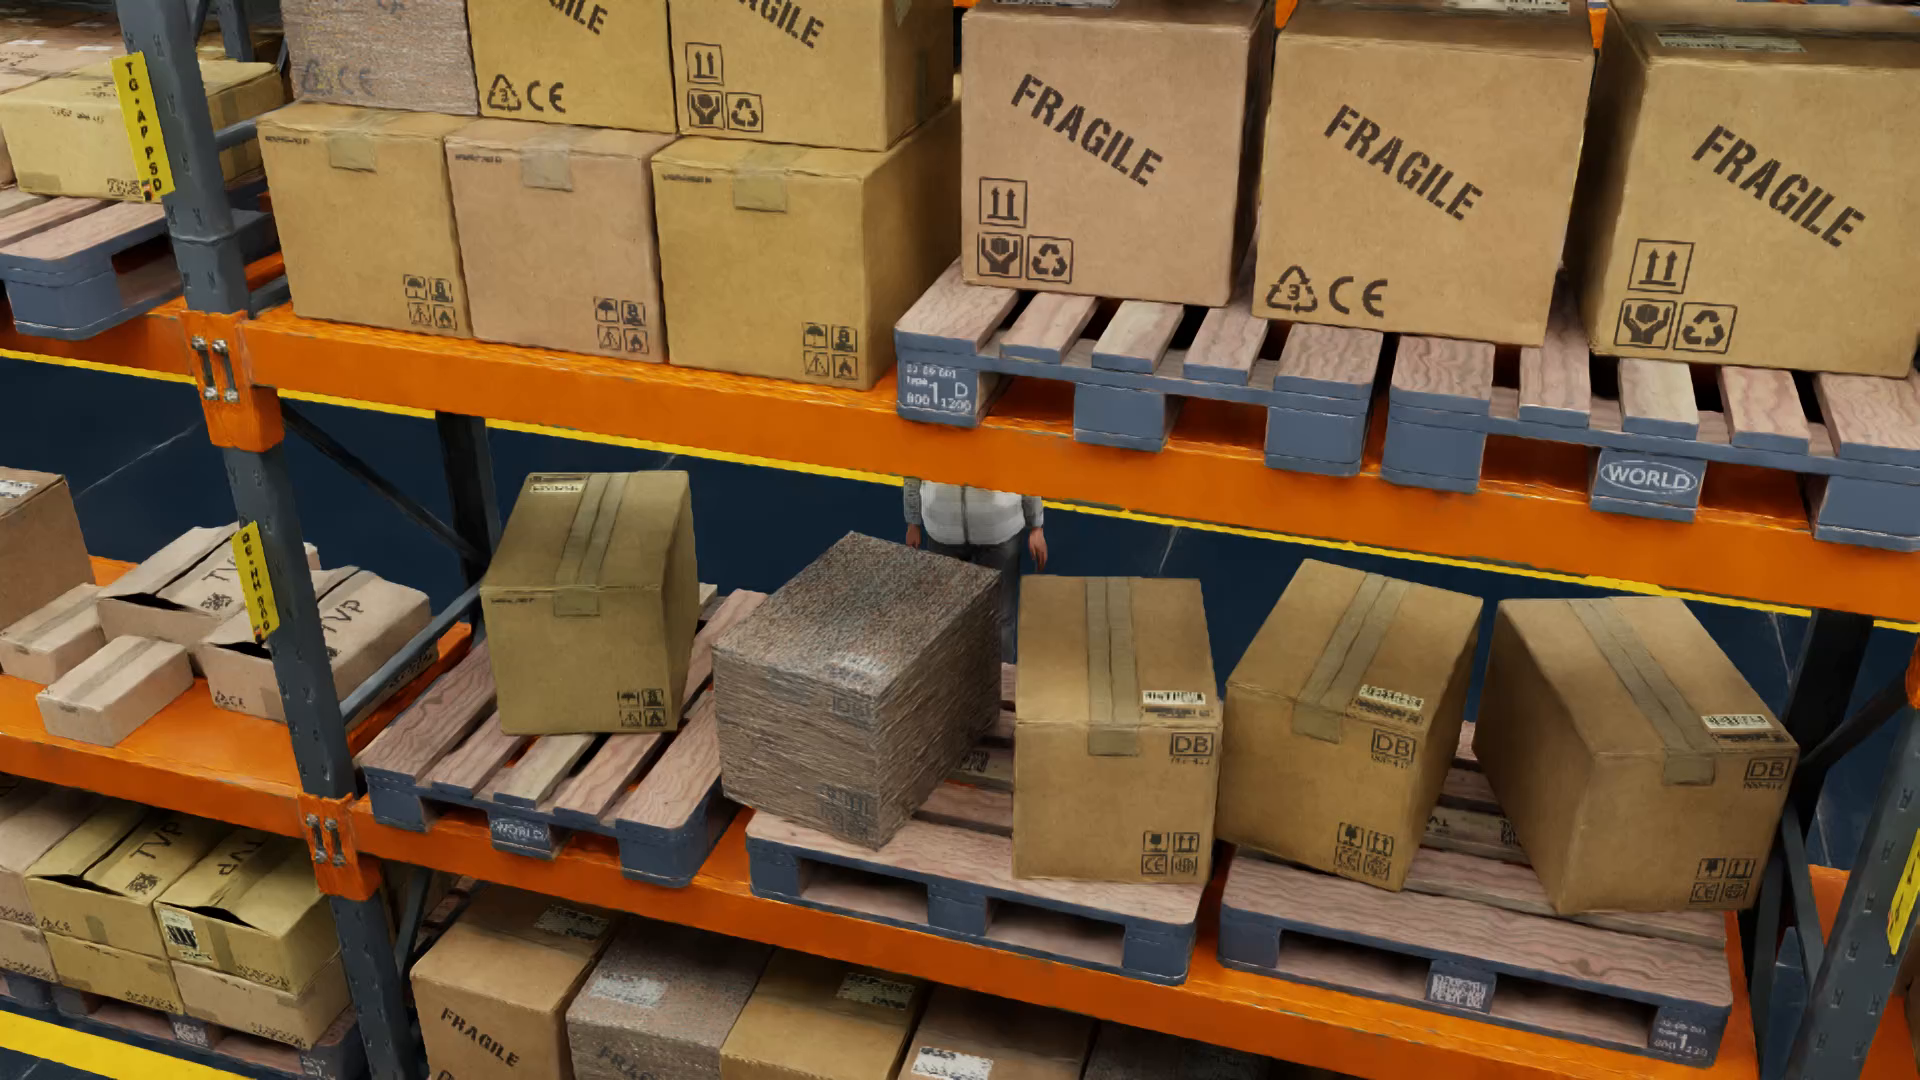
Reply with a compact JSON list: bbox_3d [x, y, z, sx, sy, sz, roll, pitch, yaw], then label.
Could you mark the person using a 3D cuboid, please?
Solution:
[{"bbox_3d":[0.058,-0.040,7.135,0.650,1.779,0.443,5,29,9],"label":"person"}]
